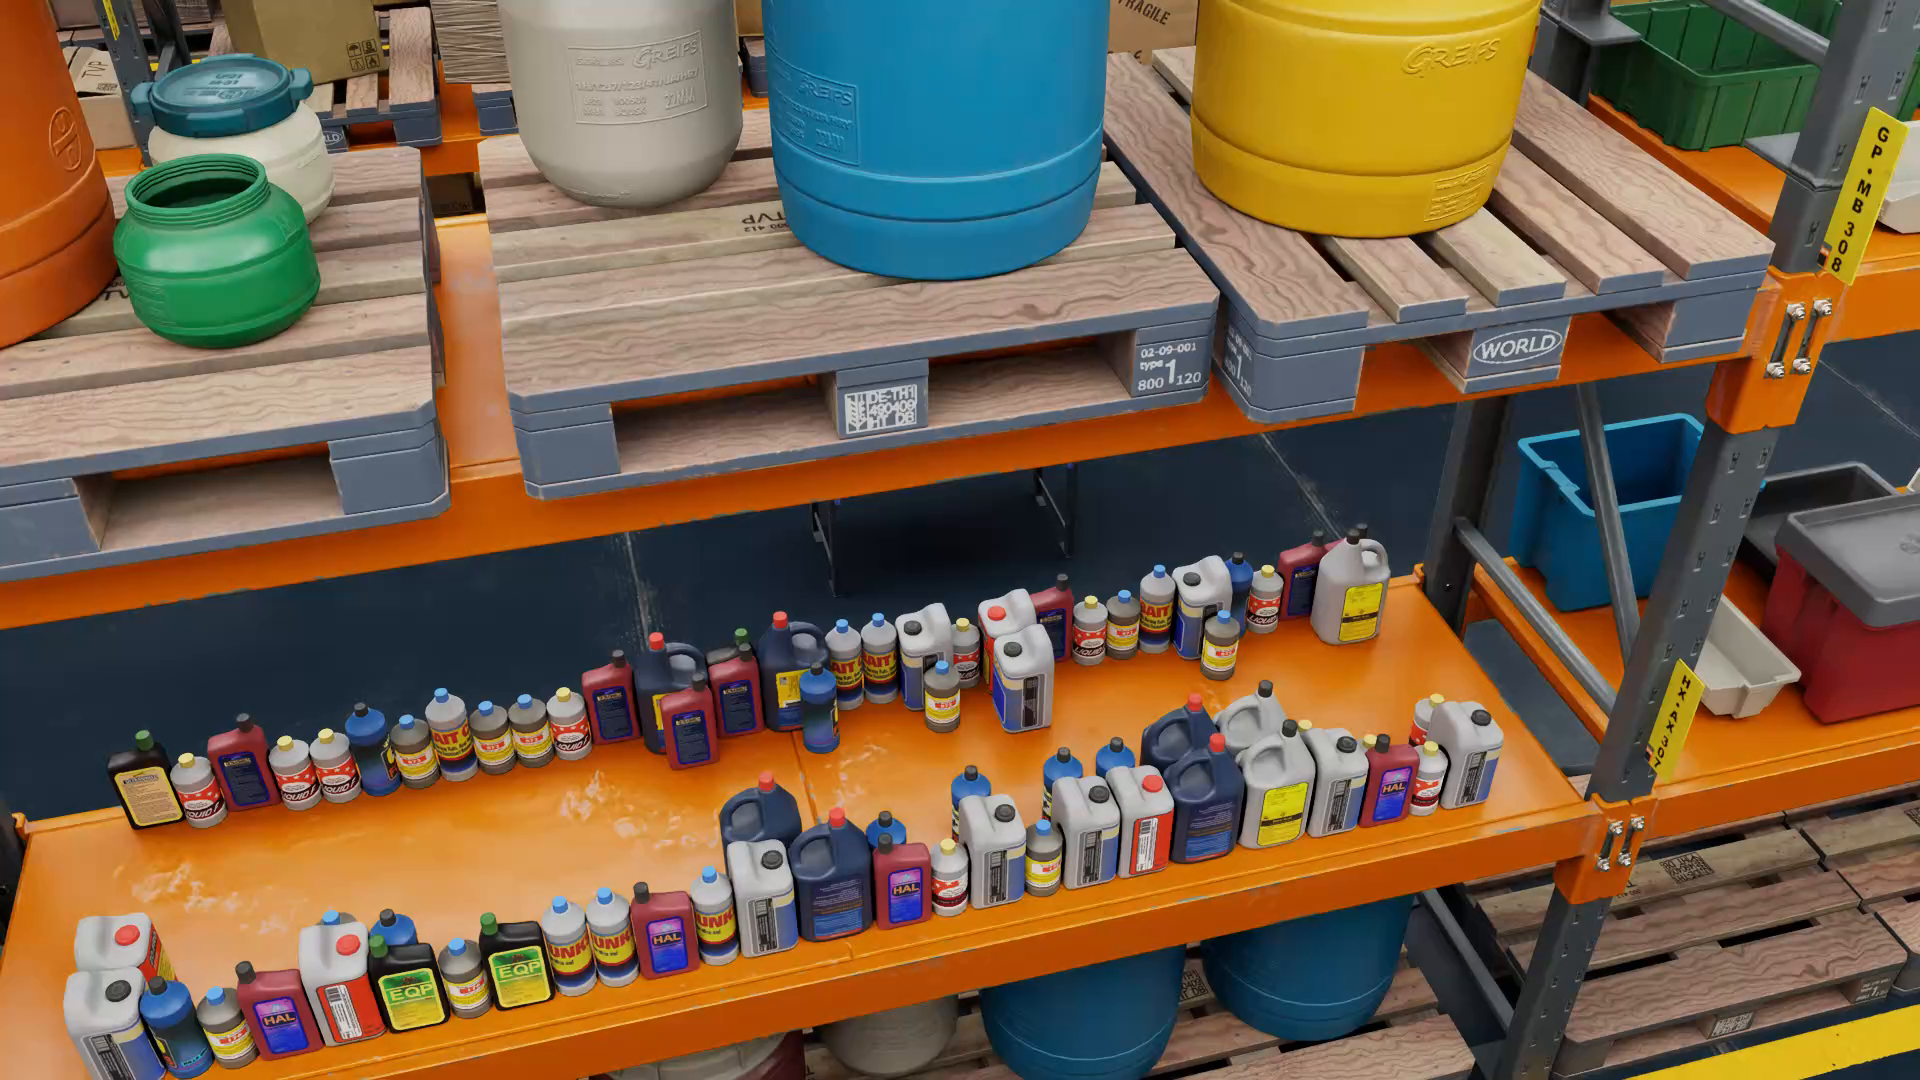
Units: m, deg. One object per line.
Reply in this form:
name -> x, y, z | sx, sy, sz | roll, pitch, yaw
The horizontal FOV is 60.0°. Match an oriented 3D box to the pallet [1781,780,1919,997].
pallet -> 3.446, 0.997, 5.773 | 1.213, 0.211, 1.003 | -9, 38, -12

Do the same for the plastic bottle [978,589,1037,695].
plastic bottle -> 0.126, 0.270, 4.531 | 0.135, 0.276, 0.152 | -9, 38, -12

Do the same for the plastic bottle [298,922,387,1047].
plastic bottle -> -1.346, 0.955, 3.635 | 0.135, 0.276, 0.152 | -9, 38, -12

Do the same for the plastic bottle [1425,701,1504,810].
plastic bottle -> 1.270, 0.525, 4.197 | 0.135, 0.276, 0.152 | -9, 38, -12

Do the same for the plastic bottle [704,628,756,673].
plastic bottle -> -0.605, 0.358, 4.409 | 0.133, 0.283, 0.061 | -9, 38, -12

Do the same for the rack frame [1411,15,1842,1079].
rack frame -> 1.567, 0.224, 4.488 | 0.127, 3.000, 1.000 | -9, 38, -12

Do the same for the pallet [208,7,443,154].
pallet -> -2.947, -2.121, 7.711 | 1.003, 0.211, 1.213 | -9, 38, -12

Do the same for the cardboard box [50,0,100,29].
cardboard box -> -6.087, -3.977, 11.676 | 0.500, 0.500, 0.700 | -9, 38, -12

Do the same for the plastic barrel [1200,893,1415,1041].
plastic barrel -> 1.037, 0.967, 4.899 | 0.708, 0.901, 0.600 | -9, 38, -12

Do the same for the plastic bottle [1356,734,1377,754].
plastic bottle -> 1.021, 0.575, 4.193 | 0.097, 0.201, 0.097 | 0, 37, 0

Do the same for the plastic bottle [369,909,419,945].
plastic bottle -> -1.243, 0.919, 3.686 | 0.097, 0.271, 0.097 | 0, 37, 0

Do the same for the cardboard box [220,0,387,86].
cardboard box -> -3.004, -2.421, 7.518 | 0.500, 0.500, 0.700 | -23, 43, -27

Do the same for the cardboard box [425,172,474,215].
cardboard box -> -2.688, -1.825, 8.246 | 0.500, 0.250, 0.500 | -8, 38, -10

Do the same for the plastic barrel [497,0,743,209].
plastic barrel -> -0.623, -0.924, 3.062 | 0.433, 0.535, 0.433 | 0, 37, 0

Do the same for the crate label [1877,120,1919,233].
crate label -> 2.114, -0.771, 3.537 | 0.466, 0.136, 0.293 | -9, 38, -12

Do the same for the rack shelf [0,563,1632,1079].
rack shelf -> -0.364, 0.827, 4.293 | 4.000, 0.370, 1.077 | -9, 38, -12

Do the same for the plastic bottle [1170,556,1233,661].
plastic bottle -> 0.667, 0.181, 4.647 | 0.135, 0.276, 0.152 | -9, 38, -12

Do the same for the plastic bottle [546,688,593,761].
plastic bottle -> -1.019, 0.470, 4.330 | 0.097, 0.201, 0.097 | 0, 37, 0

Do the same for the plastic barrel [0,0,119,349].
plastic barrel -> -1.746, -0.759, 2.606 | 0.708, 0.830, 0.600 | -9, 38, -12

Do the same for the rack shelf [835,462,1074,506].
rack shelf -> -0.082, -0.439, 6.886 | 1.000, 0.185, 0.538 | -9, 38, -12

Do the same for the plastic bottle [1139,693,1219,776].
plastic bottle -> 0.548, 0.526, 4.134 | 0.185, 0.351, 0.144 | -9, 38, -12

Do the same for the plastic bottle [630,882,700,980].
plastic bottle -> -0.666, 0.869, 3.742 | 0.133, 0.283, 0.061 | -9, 38, -12

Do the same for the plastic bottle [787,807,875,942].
plastic bottle -> -0.299, 0.756, 3.834 | 0.185, 0.351, 0.144 | -9, 38, -12

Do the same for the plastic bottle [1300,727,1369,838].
plastic bottle -> 0.918, 0.583, 4.121 | 0.135, 0.276, 0.152 | -9, 38, -12

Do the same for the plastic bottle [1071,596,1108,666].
plastic bottle -> 0.360, 0.244, 4.626 | 0.097, 0.201, 0.097 | 0, 37, 0

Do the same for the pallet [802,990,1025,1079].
pallet -> -0.369, 1.625, 4.952 | 1.213, 0.211, 1.003 | -9, 38, -12

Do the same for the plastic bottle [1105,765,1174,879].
plastic bottle -> 0.431, 0.663, 4.016 | 0.135, 0.276, 0.152 | -9, 38, -12

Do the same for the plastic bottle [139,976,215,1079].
plastic bottle -> -1.674, 1.027, 3.544 | 0.097, 0.271, 0.097 | 0, 37, 0

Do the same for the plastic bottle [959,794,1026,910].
plastic bottle -> 0.077, 0.721, 3.941 | 0.135, 0.276, 0.152 | -9, 38, -12

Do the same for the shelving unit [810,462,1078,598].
shelving unit -> -0.082, -0.582, 6.777 | 1.048, 1.500, 0.538 | -9, 38, -12

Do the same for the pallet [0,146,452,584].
pallet -> -1.531, -0.323, 2.889 | 1.213, 0.211, 1.003 | -9, 38, -12

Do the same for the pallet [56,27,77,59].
pallet -> -6.808, -3.532, 11.693 | 1.213, 0.211, 1.003 | -9, 38, -12

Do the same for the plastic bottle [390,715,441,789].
plastic bottle -> -1.395, 0.532, 4.249 | 0.097, 0.201, 0.097 | 0, 37, 0

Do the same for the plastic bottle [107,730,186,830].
plastic bottle -> -2.016, 0.590, 4.106 | 0.133, 0.283, 0.061 | -9, 38, -12

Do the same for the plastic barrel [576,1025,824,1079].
plastic barrel -> -0.737, 1.382, 4.613 | 0.708, 0.588, 0.600 | -9, 38, -12

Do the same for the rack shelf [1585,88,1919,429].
rack shelf -> 3.497, -0.998, 4.210 | 4.000, 0.370, 1.077 | -9, 38, -12

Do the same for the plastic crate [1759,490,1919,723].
plastic crate -> 2.494, 0.180, 4.443 | 0.583, 0.464, 0.402 | -9, 38, -12

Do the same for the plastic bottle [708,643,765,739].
plastic bottle -> -0.589, 0.394, 4.362 | 0.133, 0.283, 0.061 | -9, 38, -12

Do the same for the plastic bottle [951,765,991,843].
plastic bottle -> 0.026, 0.653, 4.034 | 0.097, 0.271, 0.097 | 0, 37, 0

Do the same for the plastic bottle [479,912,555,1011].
plastic bottle -> -0.982, 0.921, 3.674 | 0.133, 0.283, 0.061 | -9, 38, -12

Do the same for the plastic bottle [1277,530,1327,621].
plastic bottle -> 0.973, 0.099, 4.747 | 0.133, 0.283, 0.061 | -9, 38, -12

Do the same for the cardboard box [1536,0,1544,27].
cardboard box -> 2.796, -2.965, 8.575 | 0.500, 0.500, 0.500 | -9, 38, -12

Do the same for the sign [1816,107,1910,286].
sign -> 1.708, -0.648, 3.152 | 0.005, 0.325, 0.100 | -9, 38, -12

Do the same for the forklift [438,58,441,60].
forklift -> -2.839, -3.725, 9.708 | 3.031, 2.935, 1.130 | -8, 38, -11

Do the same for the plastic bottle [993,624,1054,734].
plastic bottle -> 0.166, 0.359, 4.414 | 0.135, 0.276, 0.152 | -9, 38, -12

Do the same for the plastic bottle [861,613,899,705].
plastic bottle -> -0.217, 0.311, 4.481 | 0.097, 0.271, 0.097 | 0, 37, 0

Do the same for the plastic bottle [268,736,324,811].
plastic bottle -> -1.677, 0.578, 4.189 | 0.097, 0.201, 0.097 | 0, 37, 0

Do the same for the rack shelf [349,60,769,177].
rack shelf -> -1.652, -2.080, 8.092 | 4.000, 0.370, 1.077 | -9, 38, -12

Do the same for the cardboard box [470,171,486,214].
cardboard box -> -2.241, -1.598, 8.565 | 0.500, 0.500, 0.500 | -11, 39, -14

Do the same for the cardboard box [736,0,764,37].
cardboard box -> -0.884, -2.799, 8.012 | 0.500, 0.500, 0.700 | -4, 38, -5
